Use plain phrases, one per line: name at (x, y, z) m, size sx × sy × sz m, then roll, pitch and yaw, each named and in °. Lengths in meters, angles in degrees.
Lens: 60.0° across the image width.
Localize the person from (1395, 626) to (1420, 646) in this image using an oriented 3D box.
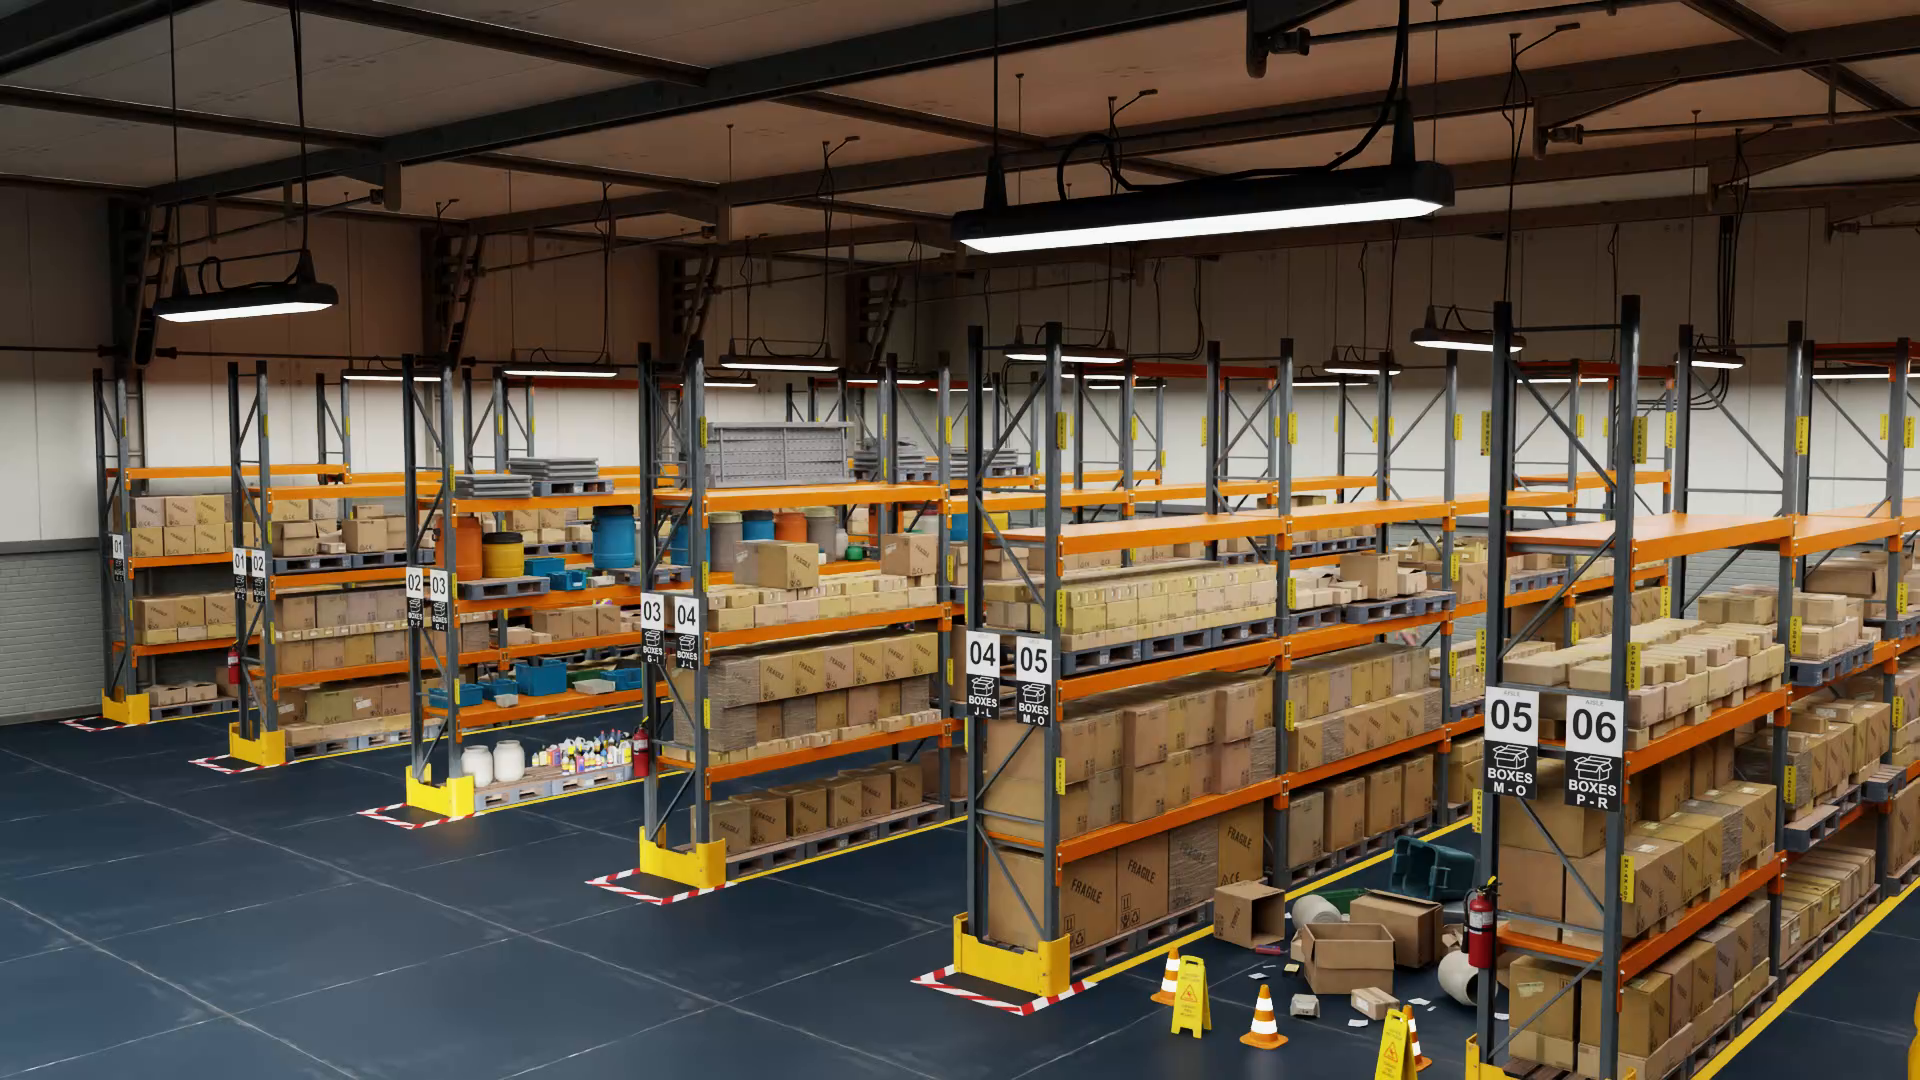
person at (9.172, 1.878, 34.016) m, size 0.443 × 1.558 × 0.986 m, roll -2°, pitch 4°, yaw -21°

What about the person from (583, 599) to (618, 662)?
person at (-7.380, 1.780, 34.004) m, size 0.584 × 1.709 × 0.989 m, roll 2°, pitch 5°, yaw 28°

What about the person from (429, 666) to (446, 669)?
person at (-9.828, 2.007, 31.255) m, size 0.520 × 1.728 × 0.564 m, roll -3°, pitch 5°, yaw -34°
